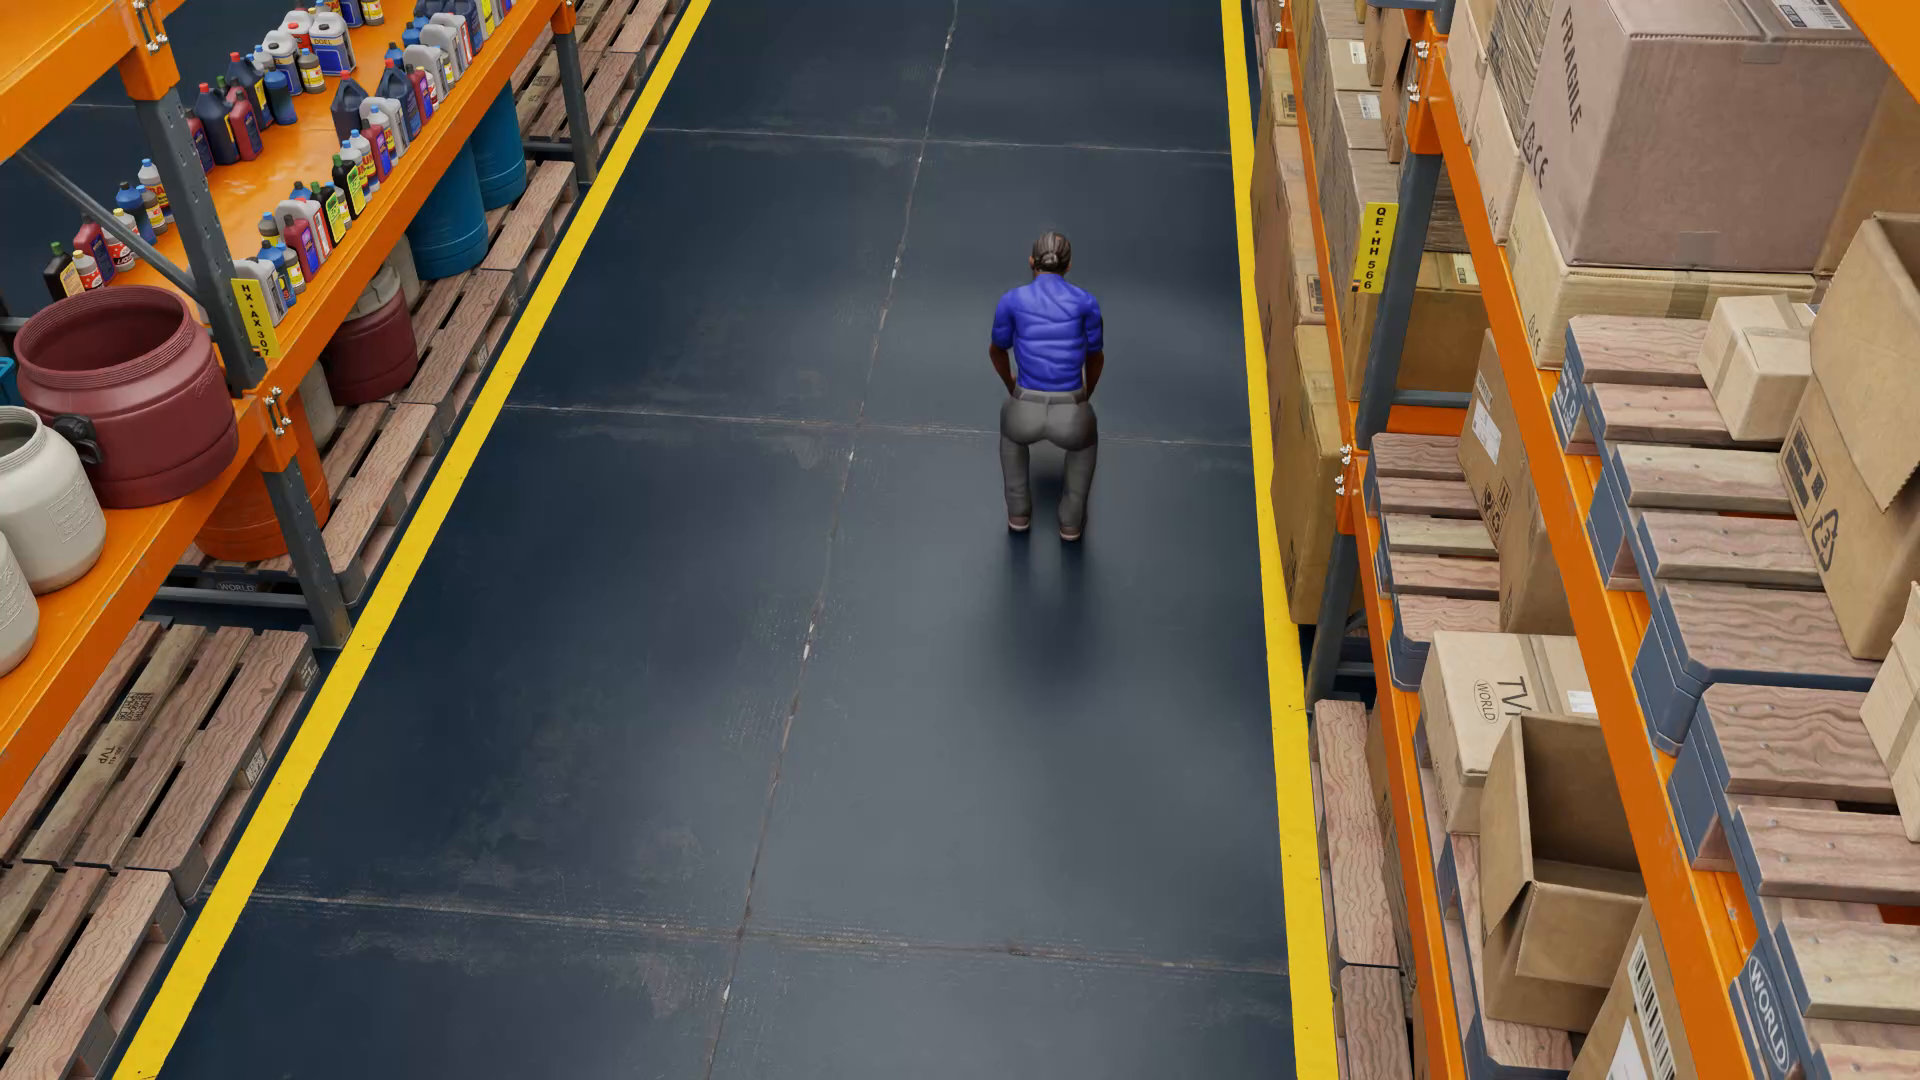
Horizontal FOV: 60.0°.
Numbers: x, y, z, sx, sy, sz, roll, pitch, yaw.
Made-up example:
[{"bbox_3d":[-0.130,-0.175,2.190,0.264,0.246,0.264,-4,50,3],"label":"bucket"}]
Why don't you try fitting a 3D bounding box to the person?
[{"bbox_3d":[0.357,-0.619,7.168,0.497,1.308,0.667,5,41,6],"label":"person"}]
